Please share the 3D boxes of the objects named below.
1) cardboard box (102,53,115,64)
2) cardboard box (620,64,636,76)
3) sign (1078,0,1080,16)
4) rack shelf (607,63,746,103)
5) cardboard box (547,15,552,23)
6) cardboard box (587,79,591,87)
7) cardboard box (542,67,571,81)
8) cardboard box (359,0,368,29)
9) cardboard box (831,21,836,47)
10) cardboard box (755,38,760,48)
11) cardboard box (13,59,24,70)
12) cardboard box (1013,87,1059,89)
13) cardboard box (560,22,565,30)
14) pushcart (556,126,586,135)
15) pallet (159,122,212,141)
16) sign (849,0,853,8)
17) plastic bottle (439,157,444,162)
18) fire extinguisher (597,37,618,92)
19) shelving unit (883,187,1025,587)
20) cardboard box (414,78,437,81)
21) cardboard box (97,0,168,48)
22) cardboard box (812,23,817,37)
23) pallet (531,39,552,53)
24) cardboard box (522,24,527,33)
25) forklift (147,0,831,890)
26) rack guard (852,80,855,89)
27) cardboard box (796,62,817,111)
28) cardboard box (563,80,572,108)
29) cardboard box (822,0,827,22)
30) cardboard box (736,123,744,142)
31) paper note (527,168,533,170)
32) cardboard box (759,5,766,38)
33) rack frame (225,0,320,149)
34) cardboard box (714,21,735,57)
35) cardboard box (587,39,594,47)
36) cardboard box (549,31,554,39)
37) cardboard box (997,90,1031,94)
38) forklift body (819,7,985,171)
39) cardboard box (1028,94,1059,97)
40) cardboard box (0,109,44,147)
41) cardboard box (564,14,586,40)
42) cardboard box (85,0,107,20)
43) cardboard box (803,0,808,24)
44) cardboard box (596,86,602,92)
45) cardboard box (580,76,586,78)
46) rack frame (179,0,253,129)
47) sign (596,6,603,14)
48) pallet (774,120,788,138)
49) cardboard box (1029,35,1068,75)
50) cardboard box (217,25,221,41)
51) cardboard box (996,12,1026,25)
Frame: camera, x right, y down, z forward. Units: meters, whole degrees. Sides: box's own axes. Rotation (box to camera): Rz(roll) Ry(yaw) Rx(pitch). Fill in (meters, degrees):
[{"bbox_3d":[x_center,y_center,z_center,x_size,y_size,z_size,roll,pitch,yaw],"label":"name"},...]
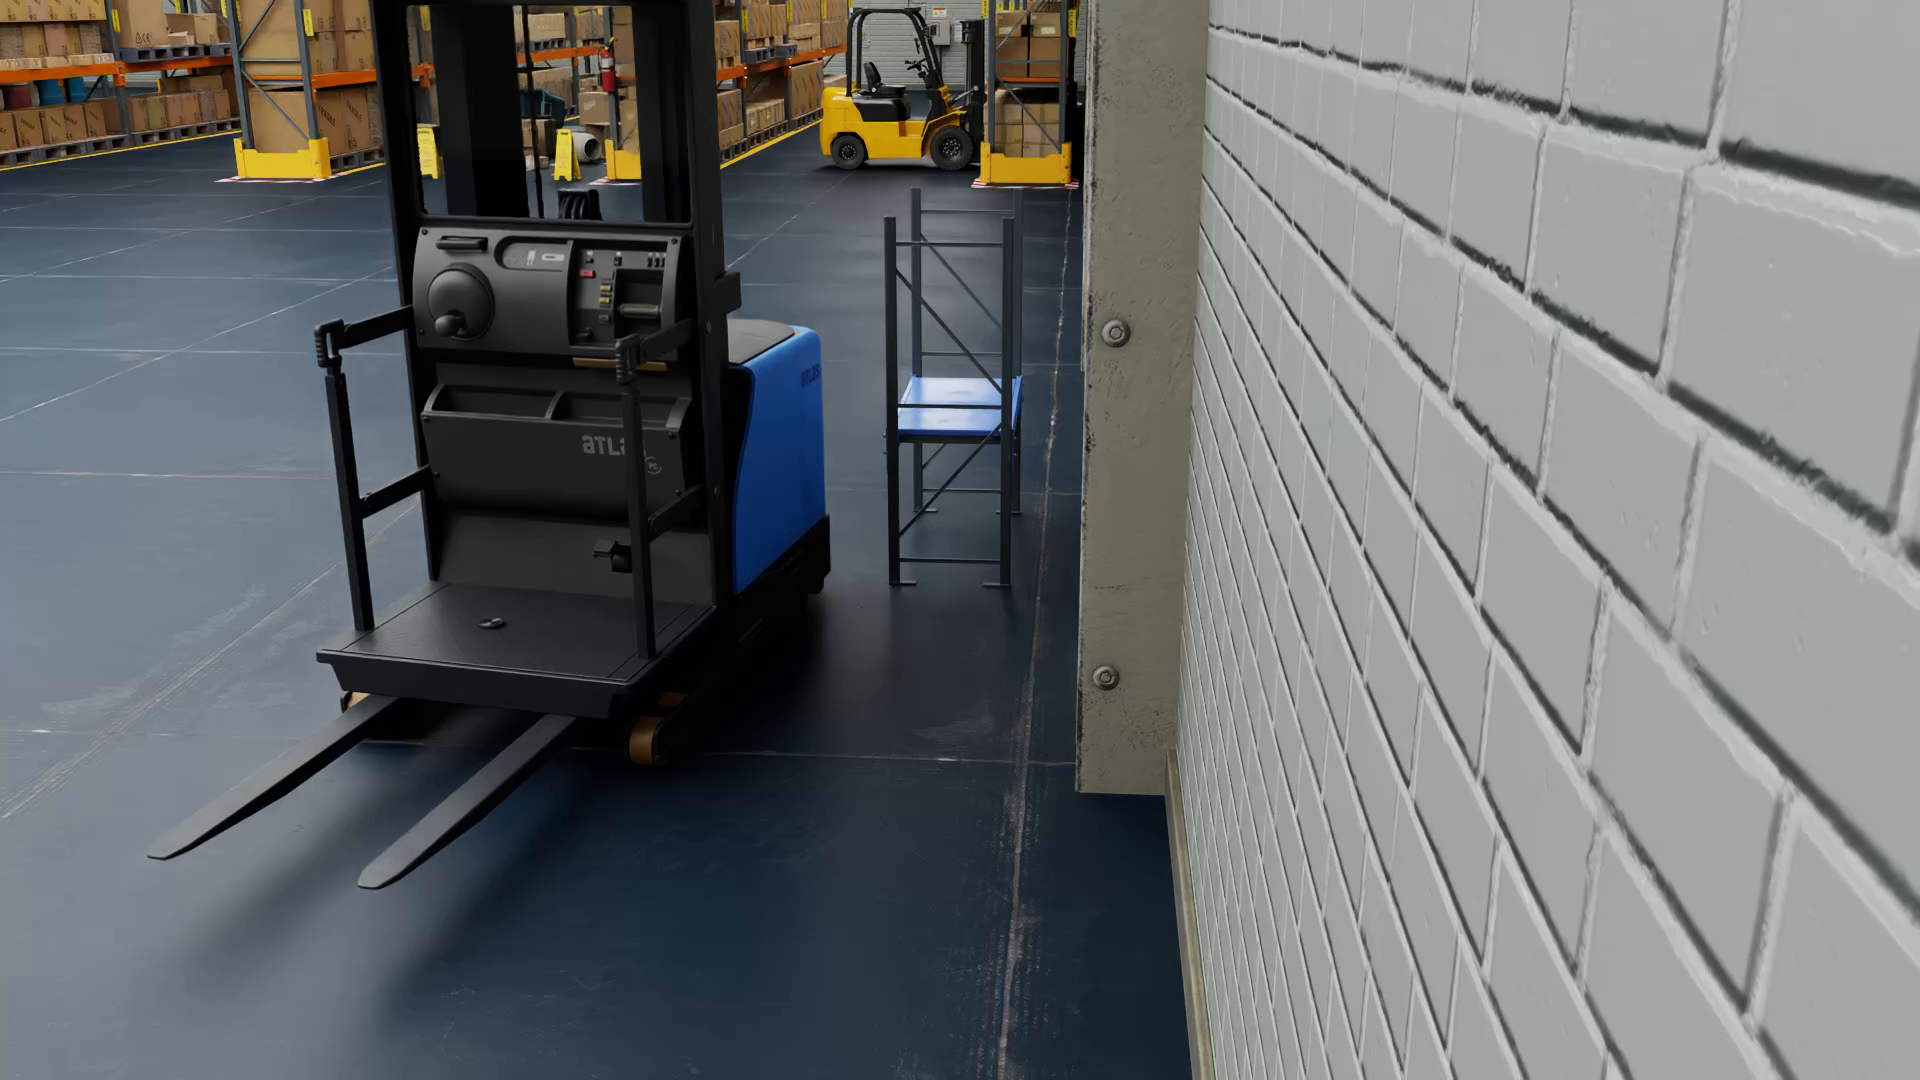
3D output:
[{"bbox_3d":[-13.409,-7.489,25.864,0.380,0.149,0.250,1,18,4],"label":"cardboard box"},{"bbox_3d":[-4.276,-6.220,21.991,0.380,0.149,0.250,2,18,6],"label":"cardboard box"},{"bbox_3d":[2.276,-10.374,32.407,0.100,0.325,0.005,1,18,4],"label":"sign"},{"bbox_3d":[-3.946,-6.497,23.590,1.077,0.370,4.000,1,18,4],"label":"rack shelf"},{"bbox_3d":[-8.065,-10.013,31.937,0.380,0.149,0.250,1,18,4],"label":"cardboard box"},{"bbox_3d":[-7.898,-9.499,34.545,0.380,0.149,0.250,1,18,2],"label":"cardboard box"},{"bbox_3d":[-7.974,-9.155,32.682,0.500,0.250,0.500,1,18,2],"label":"cardboard box"},{"bbox_3d":[-8.937,-7.507,23.542,0.875,0.550,0.500,1,18,4],"label":"cardboard box"},{"bbox_3d":[-2.852,-10.443,34.316,0.500,0.500,0.500,1,18,4],"label":"cardboard box"},{"bbox_3d":[-3.417,-7.951,26.601,0.380,0.149,0.250,2,18,5],"label":"cardboard box"},{"bbox_3d":[-13.632,-6.792,23.736,0.380,0.149,0.250,1,18,4],"label":"cardboard box"},{"bbox_3d":[1.338,-7.268,27.925,0.875,0.625,0.625,2,18,6],"label":"cardboard box"},{"bbox_3d":[-8.005,-10.118,32.735,0.380,0.149,0.250,2,18,6],"label":"cardboard box"},{"bbox_3d":[-6.080,-6.250,25.890,1.648,0.377,0.936,-5,19,-15],"label":"pushcart"},{"bbox_3d":[-13.548,-6.978,28.381,1.003,0.211,1.213,1,18,4],"label":"pallet"},{"bbox_3d":[-2.402,-11.834,36.481,0.100,0.325,0.005,1,18,4],"label":"sign"},{"bbox_3d":[-7.456,-5.552,24.269,0.283,0.061,0.133,-5,19,-15],"label":"plastic bottle"},{"bbox_3d":[-4.557,-6.156,21.517,0.296,0.674,0.183,1,18,4],"label":"fire extinguisher"},{"bbox_3d":[-0.006,-0.686,7.109,0.538,1.500,1.048,1,18,4],"label":"shelving unit"},{"bbox_3d":[-8.653,-7.454,28.292,1.050,0.750,0.750,2,18,5],"label":"cardboard box"},{"bbox_3d":[-13.490,-8.410,26.634,1.000,1.000,1.000,1,18,4],"label":"cardboard box"},{"bbox_3d":[-3.046,-9.814,31.993,0.500,0.250,0.500,2,18,5],"label":"cardboard box"},{"bbox_3d":[-8.359,-9.306,31.316,1.003,0.211,1.213,1,18,4],"label":"pallet"},{"bbox_3d":[-8.174,-9.395,30.528,0.380,0.149,0.250,1,18,4],"label":"cardboard box"},{"bbox_3d":[-1.386,-0.806,5.177,1.130,2.935,3.031,4,19,13],"label":"forklift"},{"bbox_3d":[-2.940,-10.007,37.160,1.175,0.500,0.348,1,18,4],"label":"rack guard"},{"bbox_3d":[-3.250,-8.660,31.772,0.875,0.875,0.875,2,18,6],"label":"cardboard box"},{"bbox_3d":[-7.975,-8.800,32.803,0.500,0.500,0.500,1,18,3],"label":"cardboard box"},{"bbox_3d":[-2.953,-10.610,33.220,0.500,0.500,0.500,1,18,4],"label":"cardboard box"},{"bbox_3d":[-3.577,-6.164,25.158,0.500,0.250,0.500,2,18,6],"label":"cardboard box"},{"bbox_3d":[-6.007,-5.145,23.076,0.148,0.019,0.142,-5,19,-15],"label":"paper note"},{"bbox_3d":[-3.398,-8.297,26.614,0.500,0.500,0.500,1,18,4],"label":"cardboard box"},{"bbox_3d":[-9.034,-6.297,21.824,1.000,3.000,0.127,1,18,4],"label":"rack frame"},{"bbox_3d":[-3.616,-7.346,24.385,0.500,0.500,0.500,2,18,6],"label":"cardboard box"},{"bbox_3d":[-7.807,-10.312,34.481,0.380,0.149,0.250,2,18,5],"label":"cardboard box"},{"bbox_3d":[-8.060,-9.741,32.062,0.380,0.149,0.250,0,18,1],"label":"cardboard box"},{"bbox_3d":[0.801,-6.576,24.809,0.500,0.250,0.500,1,18,3],"label":"cardboard box"},{"bbox_3d":[-0.822,-6.335,23.302,2.313,2.155,1.214,1,18,4],"label":"forklift body"},{"bbox_3d":[1.236,-6.247,23.807,0.500,0.250,0.500,1,18,4],"label":"cardboard box"},{"bbox_3d":[-13.840,-6.025,24.333,0.500,0.500,0.500,3,18,9],"label":"cardboard box"},{"bbox_3d":[-7.886,-10.361,33.588,0.500,0.500,0.500,1,18,3],"label":"cardboard box"},{"bbox_3d":[-13.445,-8.200,25.386,0.500,0.500,0.500,1,18,4],"label":"cardboard box"},{"bbox_3d":[-3.118,-9.844,30.883,0.500,0.500,0.500,2,18,5],"label":"cardboard box"},{"bbox_3d":[-7.771,-9.518,35.081,0.380,0.149,0.250,1,18,3],"label":"cardboard box"},{"bbox_3d":[-8.273,-9.910,35.799,0.380,0.149,0.250,2,18,6],"label":"cardboard box"},{"bbox_3d":[-13.400,-8.924,29.840,1.000,3.000,0.127,1,18,4],"label":"rack frame"},{"bbox_3d":[-4.641,-6.937,21.410,0.100,0.325,0.005,1,18,4],"label":"sign"},{"bbox_3d":[-3.573,-7.135,28.859,1.003,0.211,1.213,1,18,4],"label":"pallet"},{"bbox_3d":[1.190,-6.466,22.178,0.500,0.500,0.500,2,18,6],"label":"cardboard box"},{"bbox_3d":[-13.612,-9.130,30.309,0.500,0.500,0.500,2,18,6],"label":"cardboard box"},{"bbox_3d":[0.664,-6.799,21.675,0.380,0.149,0.250,1,18,4],"label":"cardboard box"}]
